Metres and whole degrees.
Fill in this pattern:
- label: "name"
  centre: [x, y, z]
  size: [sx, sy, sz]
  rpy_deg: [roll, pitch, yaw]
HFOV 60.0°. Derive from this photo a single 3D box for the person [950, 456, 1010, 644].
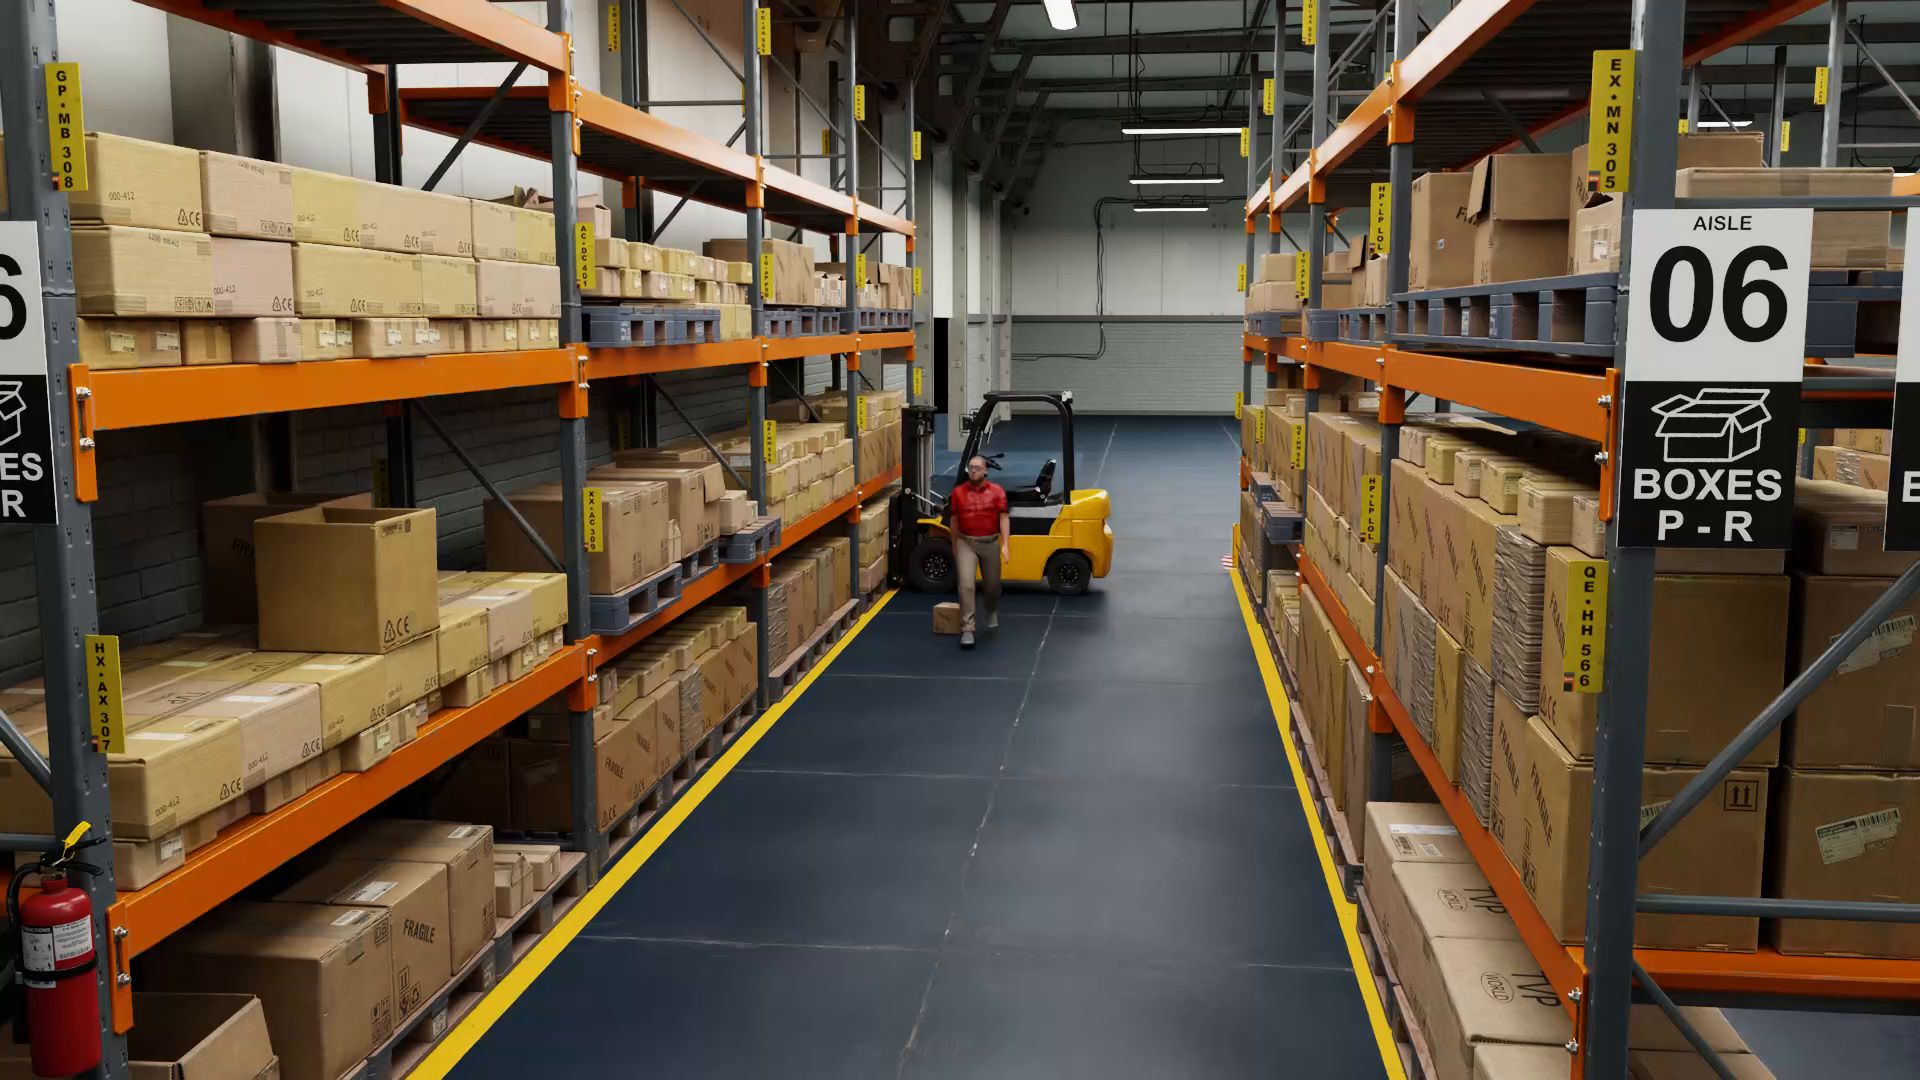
- label: "person"
  centre: [0.181, 0.064, 15.292]
  size: [0.552, 1.678, 0.965]
  rpy_deg: [0, 8, 1]
